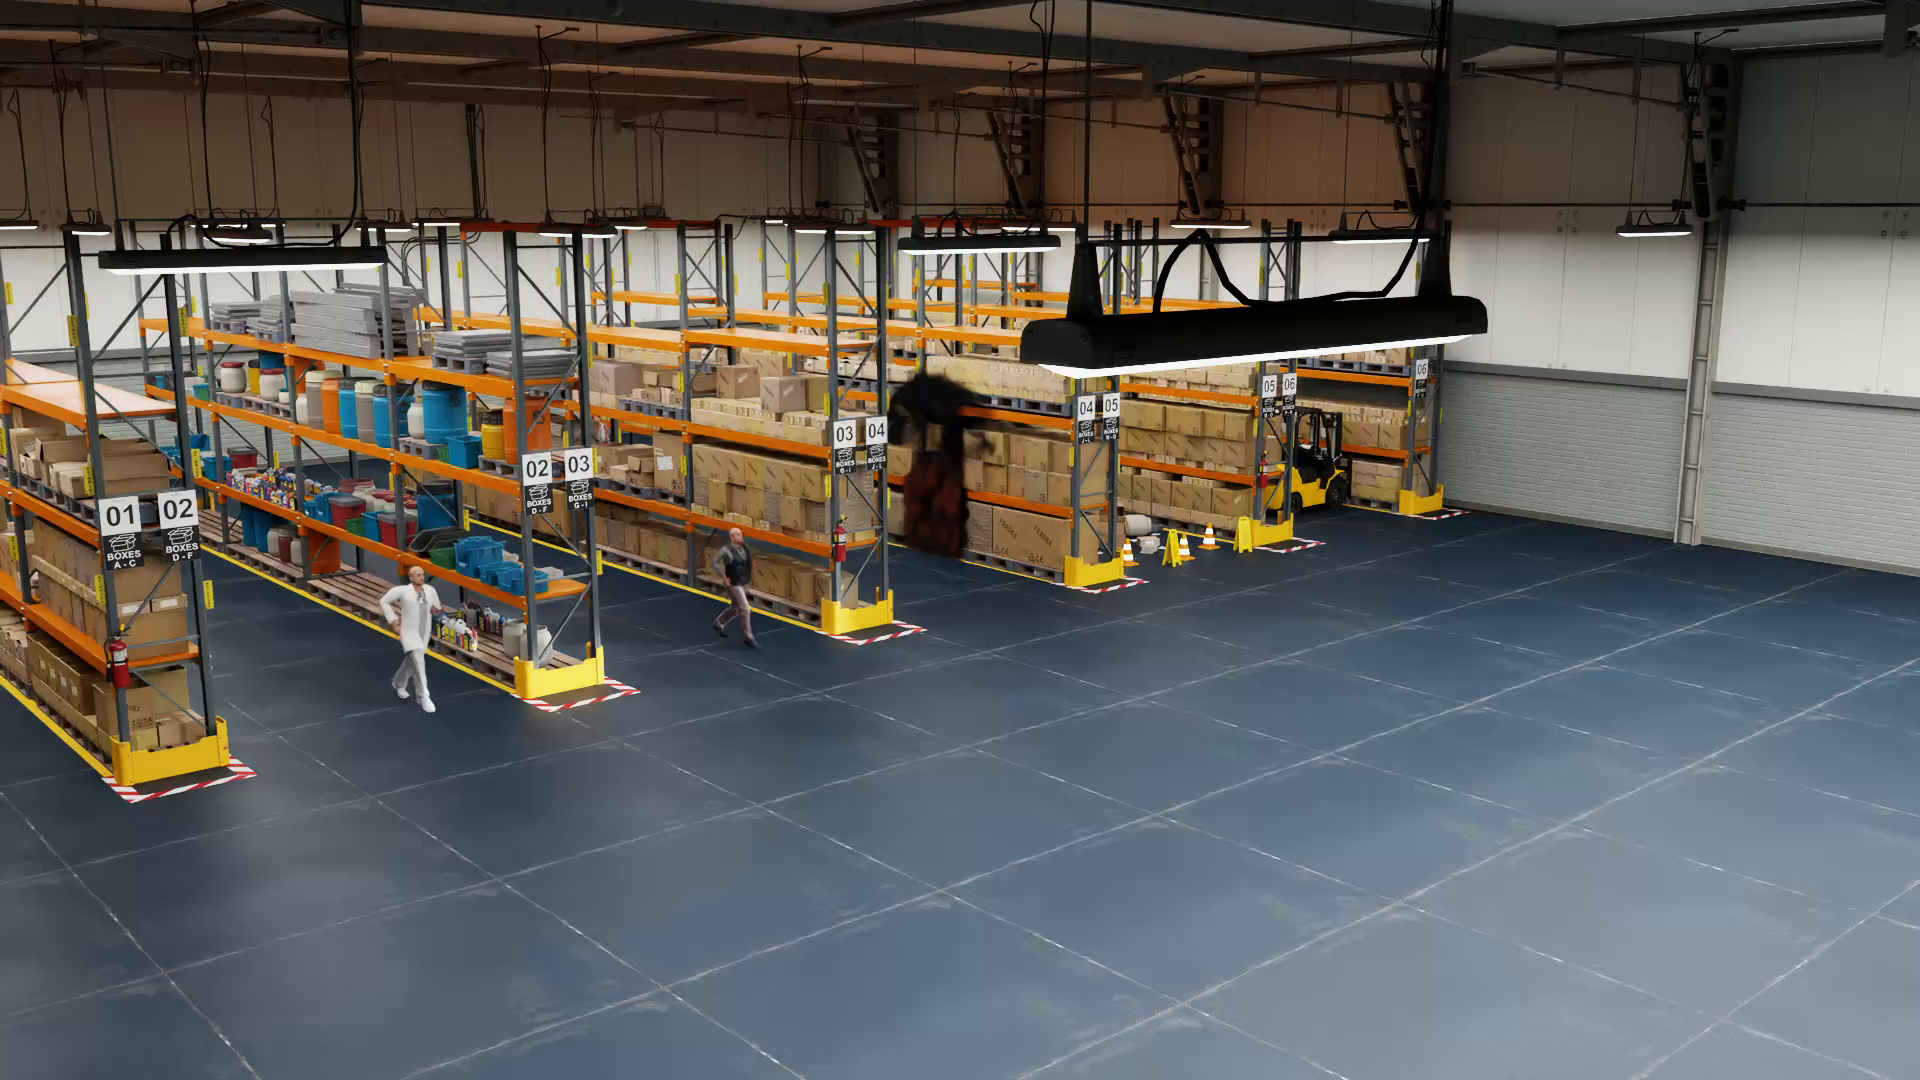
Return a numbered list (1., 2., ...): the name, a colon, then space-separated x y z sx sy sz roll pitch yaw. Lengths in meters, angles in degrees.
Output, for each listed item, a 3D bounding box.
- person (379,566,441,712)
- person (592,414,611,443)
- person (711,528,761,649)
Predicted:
1. person: -6.939 1.208 21.236 1.038 1.781 0.701 8 14 34
2. person: -8.138 -2.003 37.267 0.669 1.792 0.991 -8 14 -36
3. person: -3.249 0.671 24.185 0.893 1.748 0.643 6 13 28
